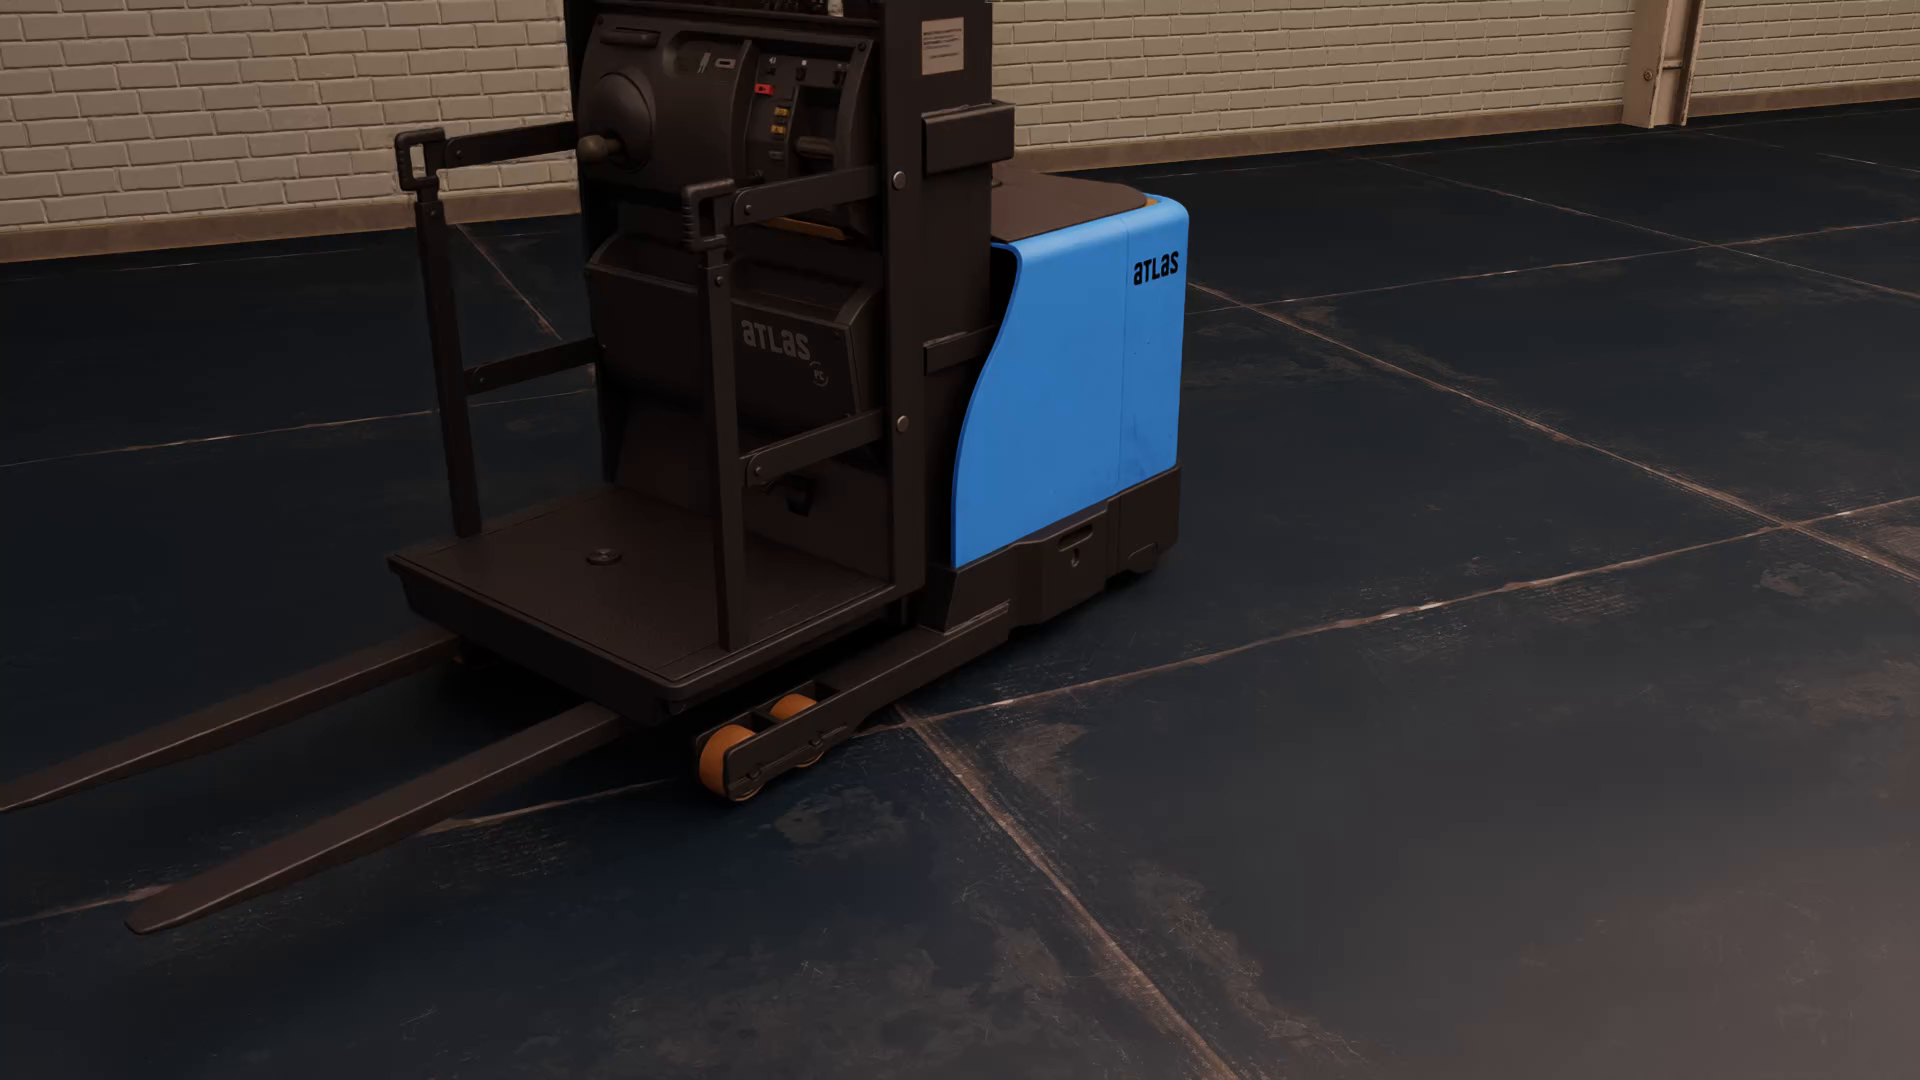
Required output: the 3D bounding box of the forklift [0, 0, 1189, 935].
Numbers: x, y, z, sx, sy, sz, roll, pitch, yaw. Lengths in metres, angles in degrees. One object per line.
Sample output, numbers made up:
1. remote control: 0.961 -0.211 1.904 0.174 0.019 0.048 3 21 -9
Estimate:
1. forklift: -0.694 -0.990 3.668 1.130 2.935 3.031 18 29 37
